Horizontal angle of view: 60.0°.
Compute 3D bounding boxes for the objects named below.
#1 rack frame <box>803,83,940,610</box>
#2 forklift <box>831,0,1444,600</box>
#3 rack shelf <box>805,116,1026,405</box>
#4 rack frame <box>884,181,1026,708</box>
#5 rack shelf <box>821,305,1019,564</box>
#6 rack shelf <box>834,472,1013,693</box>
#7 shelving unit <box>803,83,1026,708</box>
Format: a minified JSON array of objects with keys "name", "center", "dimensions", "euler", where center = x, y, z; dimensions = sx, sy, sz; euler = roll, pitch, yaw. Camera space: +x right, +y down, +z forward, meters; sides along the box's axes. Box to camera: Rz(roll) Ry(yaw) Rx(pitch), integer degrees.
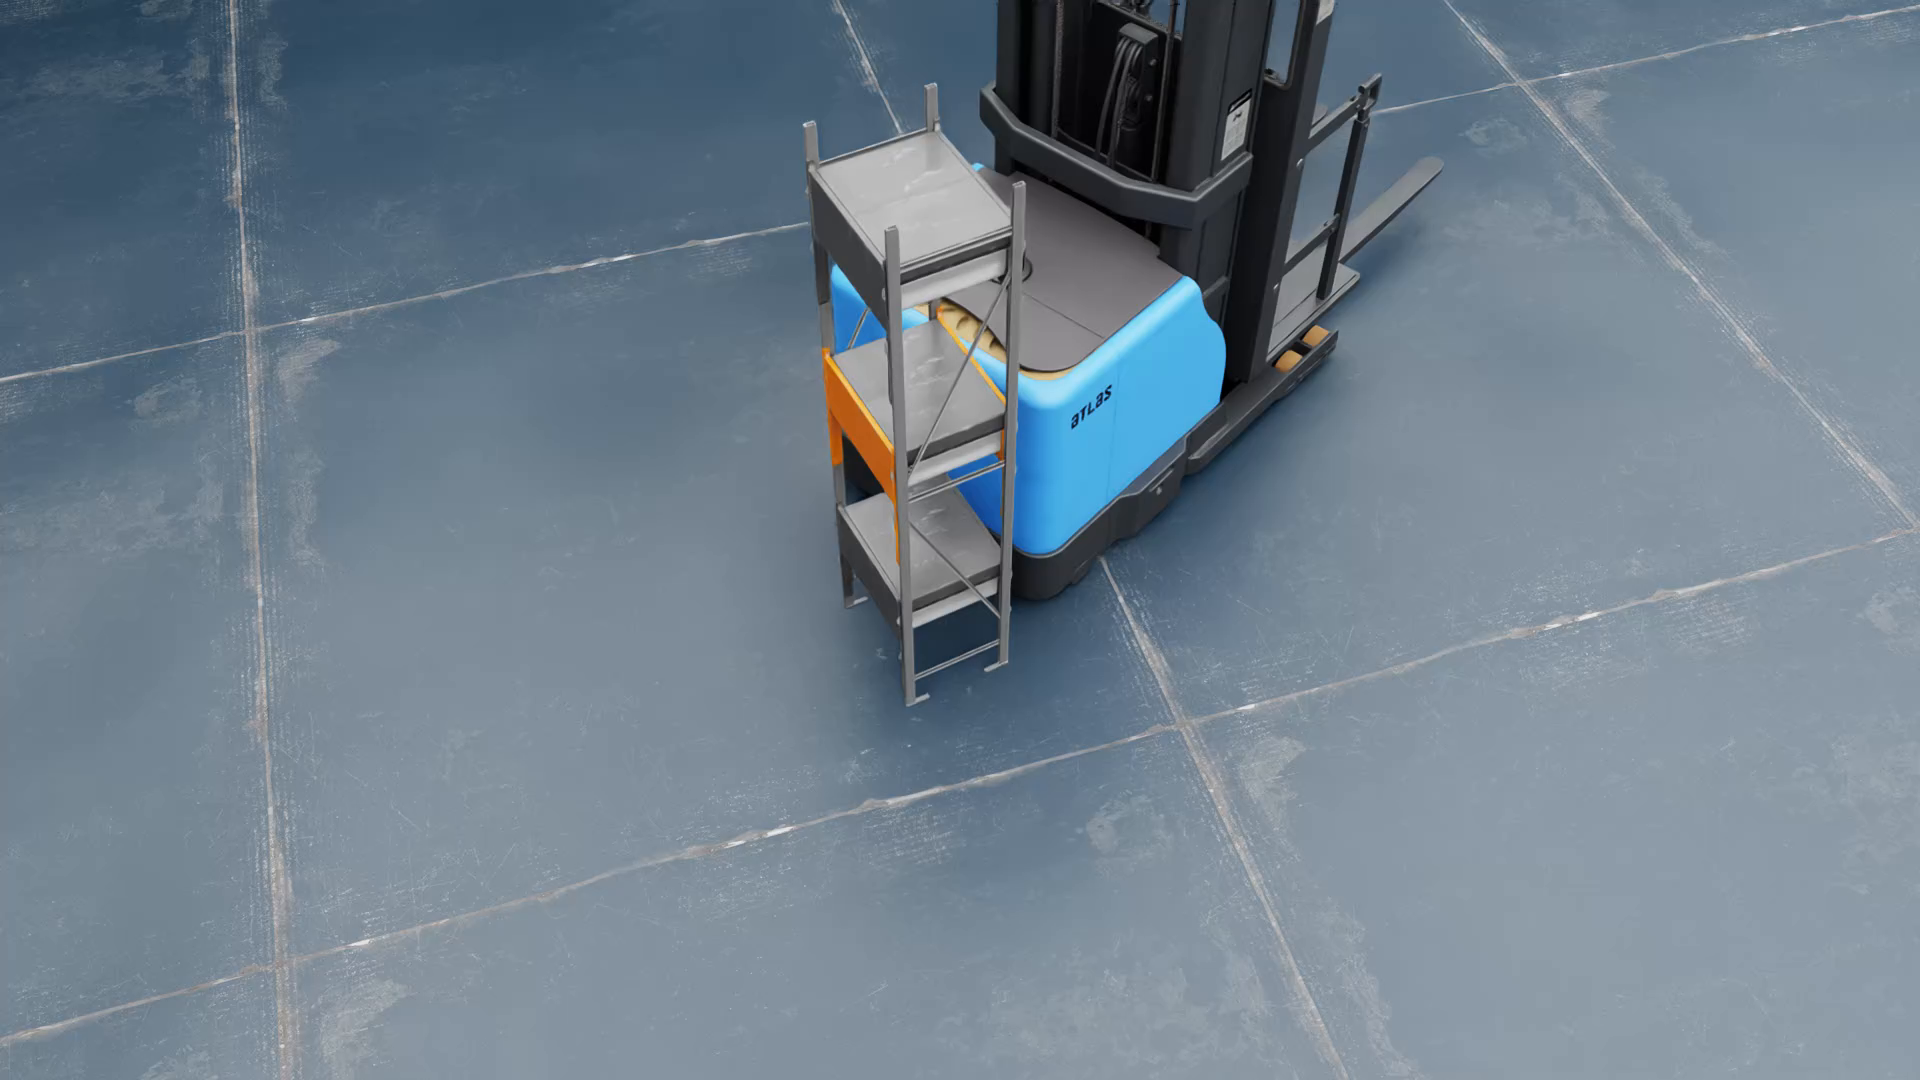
[{"name":"rack frame","center":[-0.241,-0.501,5.299],"dimensions":[0.400,2.100,0.015],"euler":[-22,53,-18]},{"name":"forklift","center":[0.897,-1.781,5.834],"dimensions":[1.130,2.935,3.031],"euler":[34,58,25]},{"name":"rack shelf","center":[-0.126,-0.779,4.636],"dimensions":[0.431,0.518,0.480],"euler":[-22,53,-18]},{"name":"rack frame","center":[-0.011,-0.172,5.022],"dimensions":[0.400,2.100,0.015],"euler":[-22,53,-18]},{"name":"rack shelf","center":[-0.126,-0.328,5.171],"dimensions":[0.431,0.518,0.480],"euler":[-22,53,-18]},{"name":"rack shelf","center":[-0.126,0.123,5.706],"dimensions":[0.431,0.518,0.480],"euler":[-22,53,-18]},{"name":"shelving unit","center":[-0.126,-0.337,5.160],"dimensions":[0.431,2.100,0.503],"euler":[-22,53,-18]}]
